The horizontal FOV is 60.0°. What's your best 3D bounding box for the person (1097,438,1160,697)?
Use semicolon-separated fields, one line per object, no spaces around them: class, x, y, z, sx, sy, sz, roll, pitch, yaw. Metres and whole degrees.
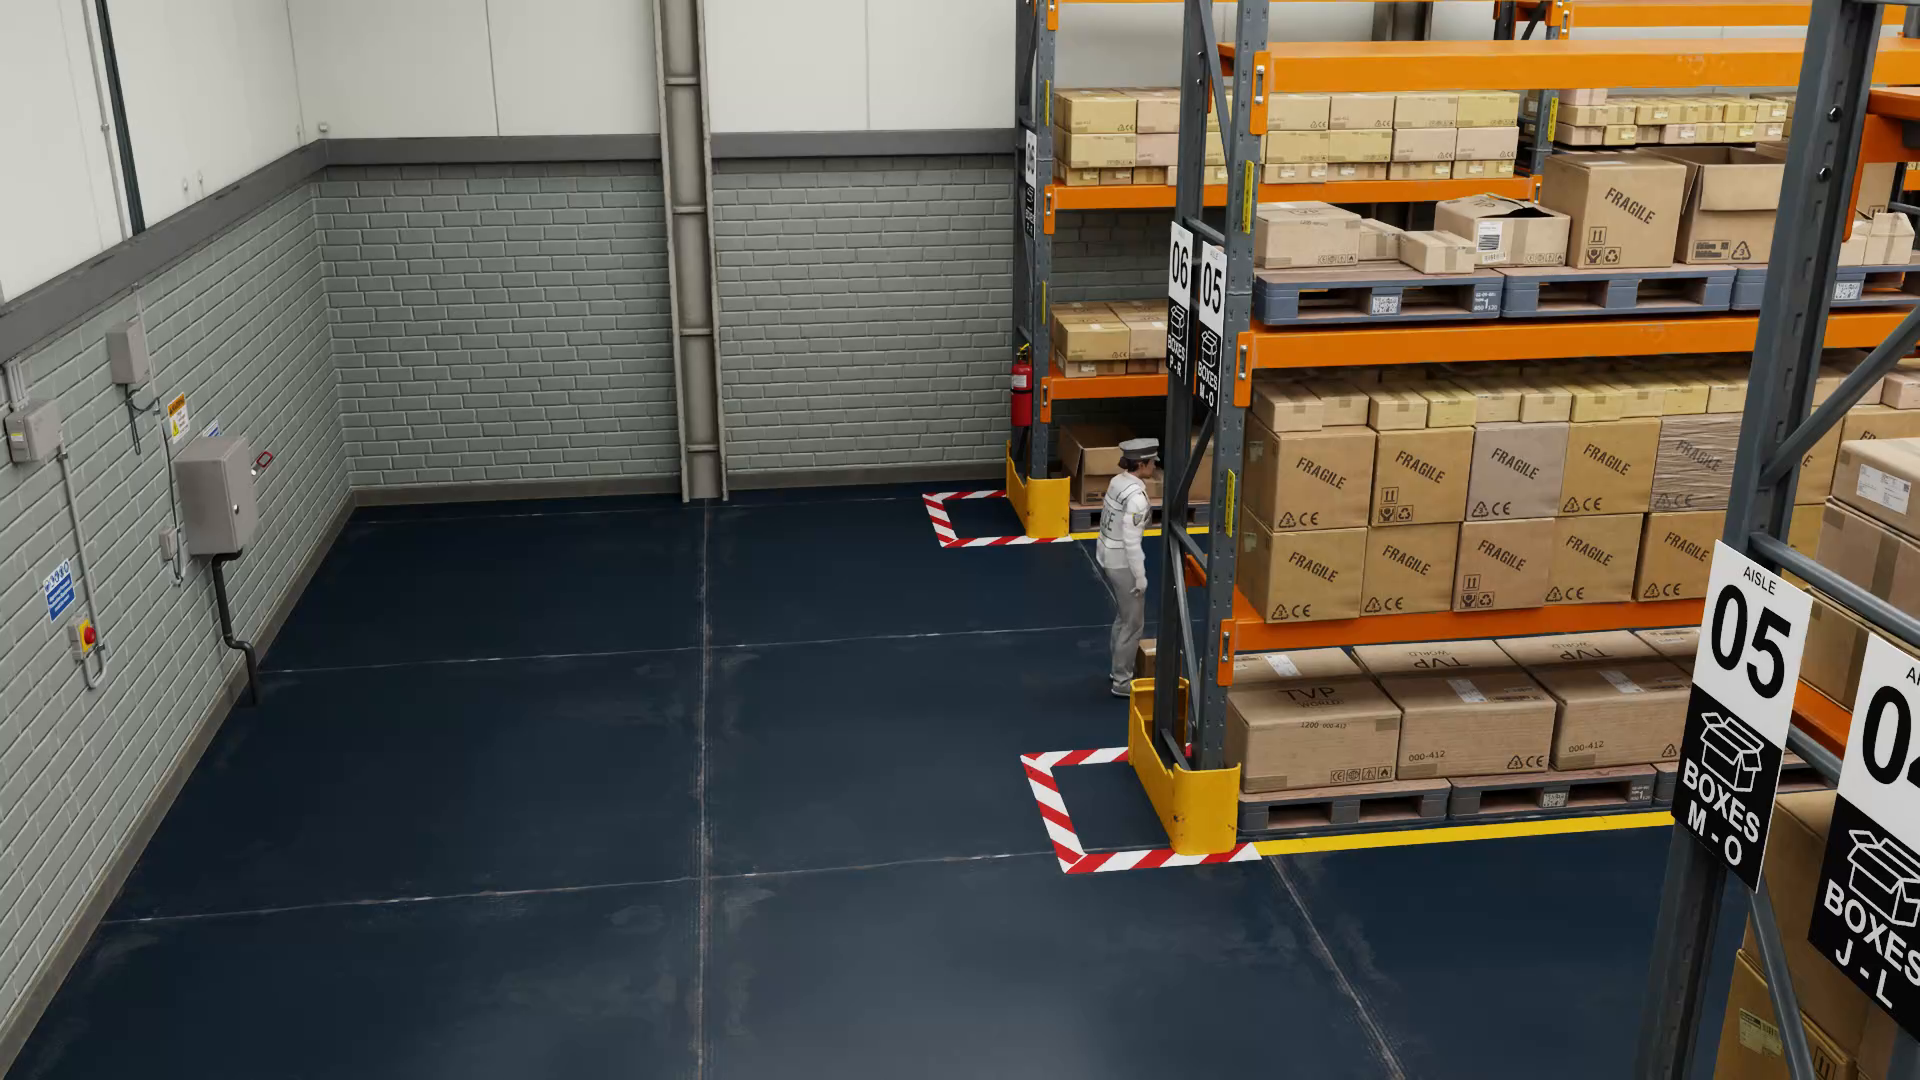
person;1.083;0.162;10.627;0.404;1.663;0.532;-3;20;-8
